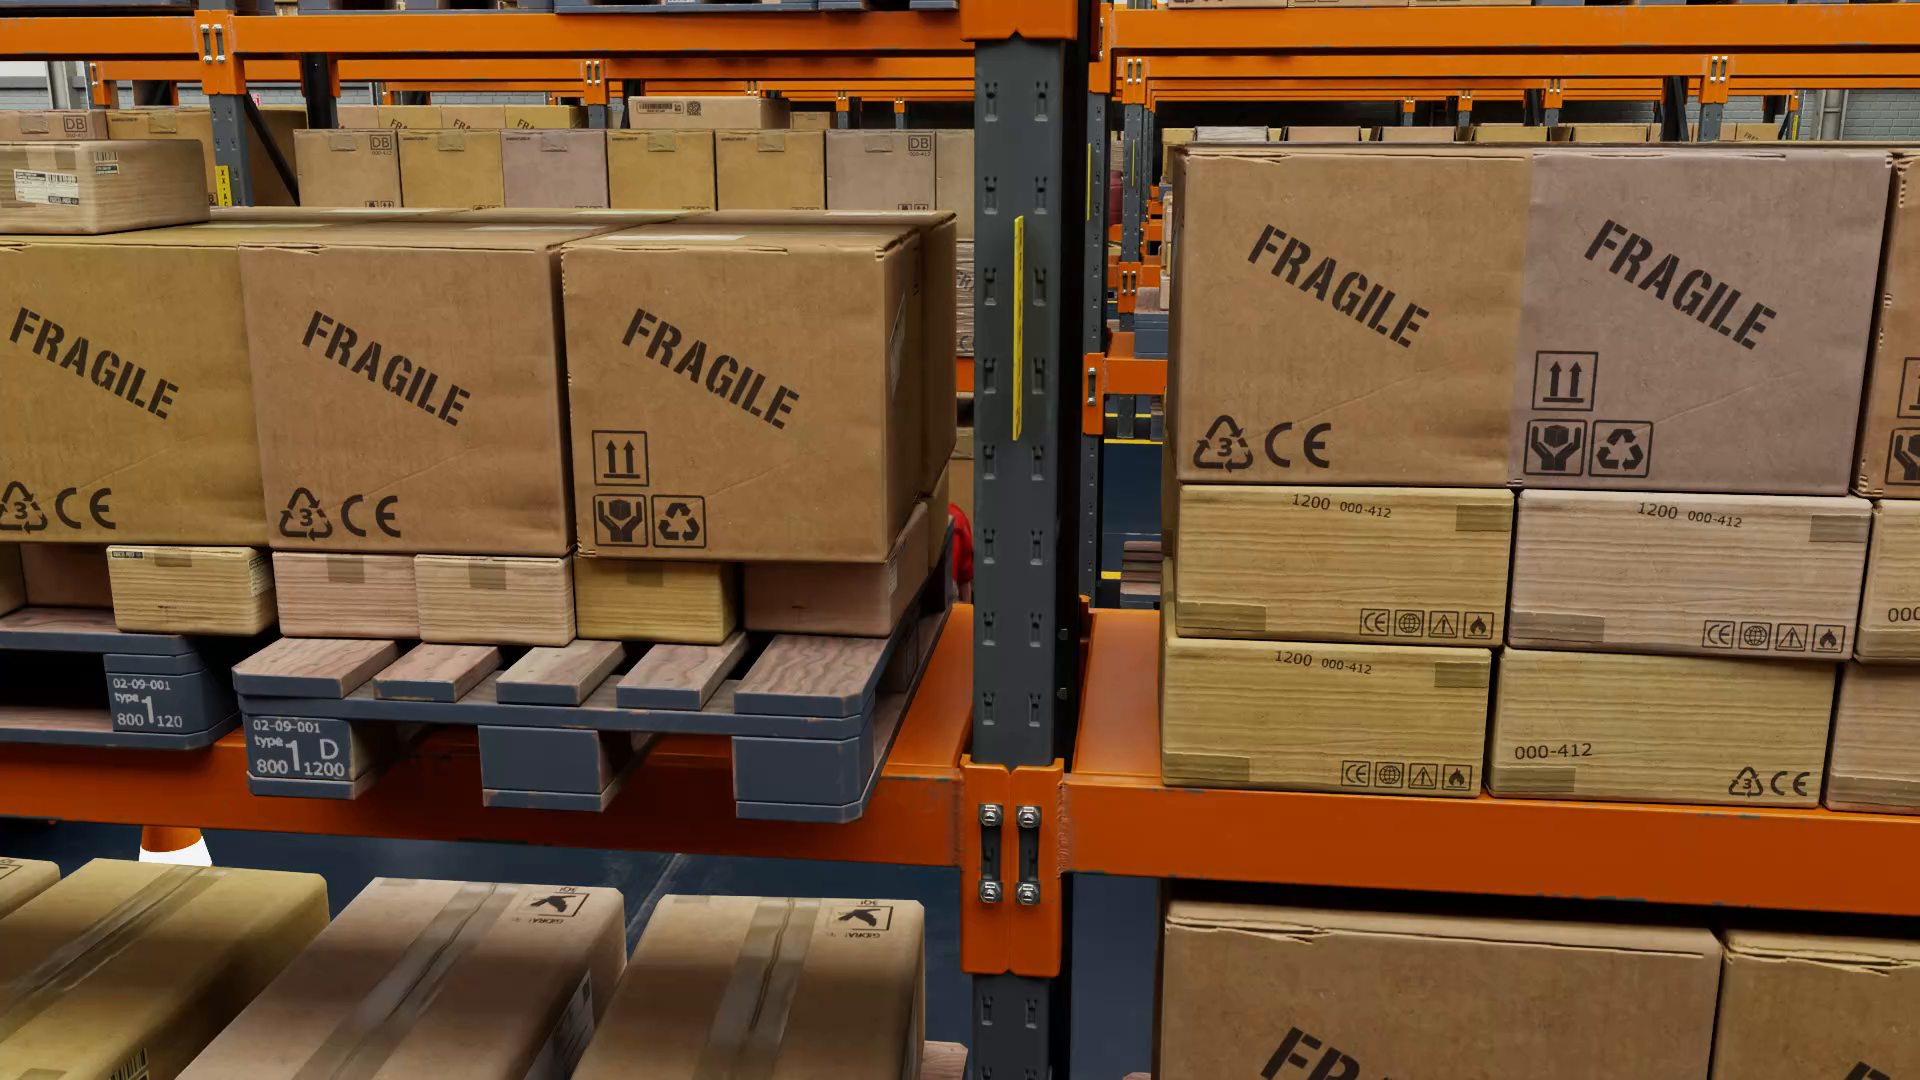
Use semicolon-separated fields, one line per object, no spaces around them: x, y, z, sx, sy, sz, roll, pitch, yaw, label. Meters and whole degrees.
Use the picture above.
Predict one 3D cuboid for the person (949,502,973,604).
-0.193;0.272;6.518;0.536;0.977;0.908;1;14;5;person
